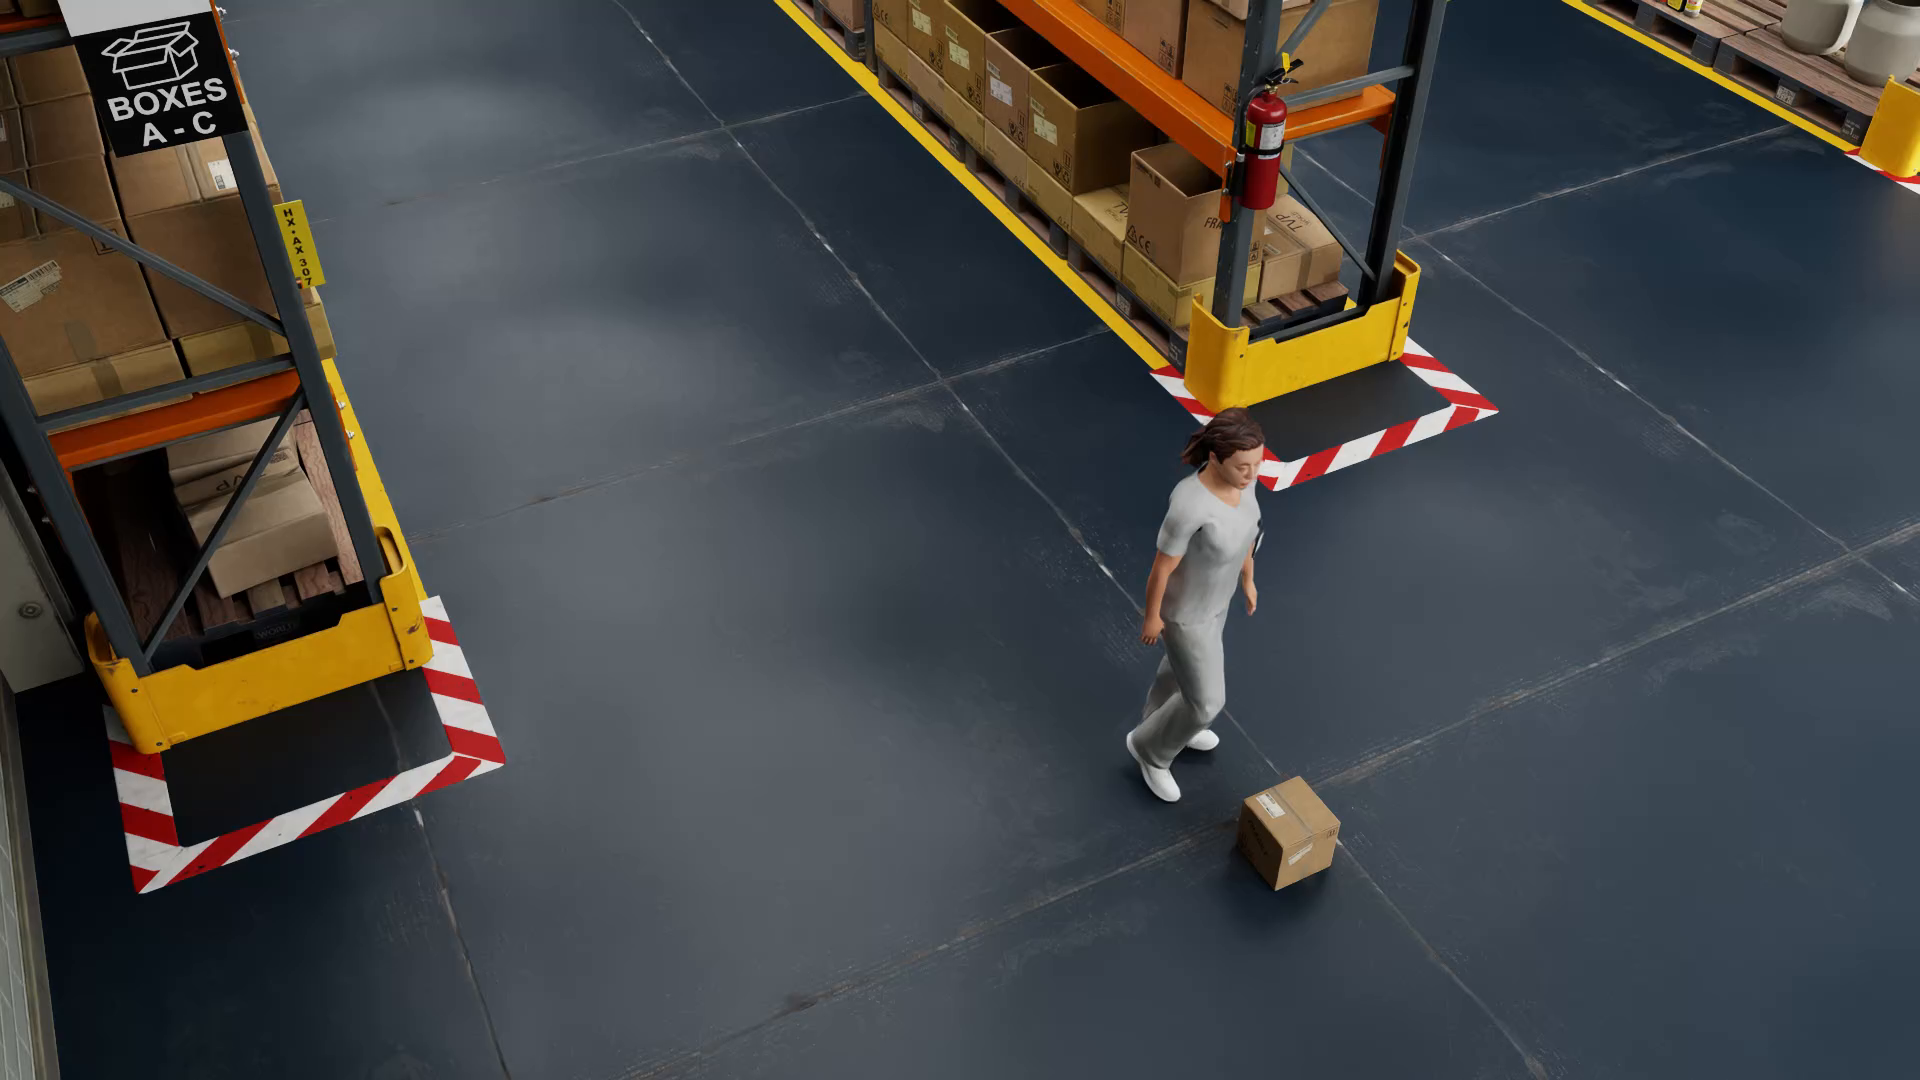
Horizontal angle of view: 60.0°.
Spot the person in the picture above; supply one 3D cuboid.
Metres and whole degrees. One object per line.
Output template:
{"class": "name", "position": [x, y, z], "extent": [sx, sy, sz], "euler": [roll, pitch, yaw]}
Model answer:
{"class": "person", "position": [0.851, 0.217, 5.897], "extent": [0.405, 1.685, 0.472], "euler": [23, 47, 24]}
